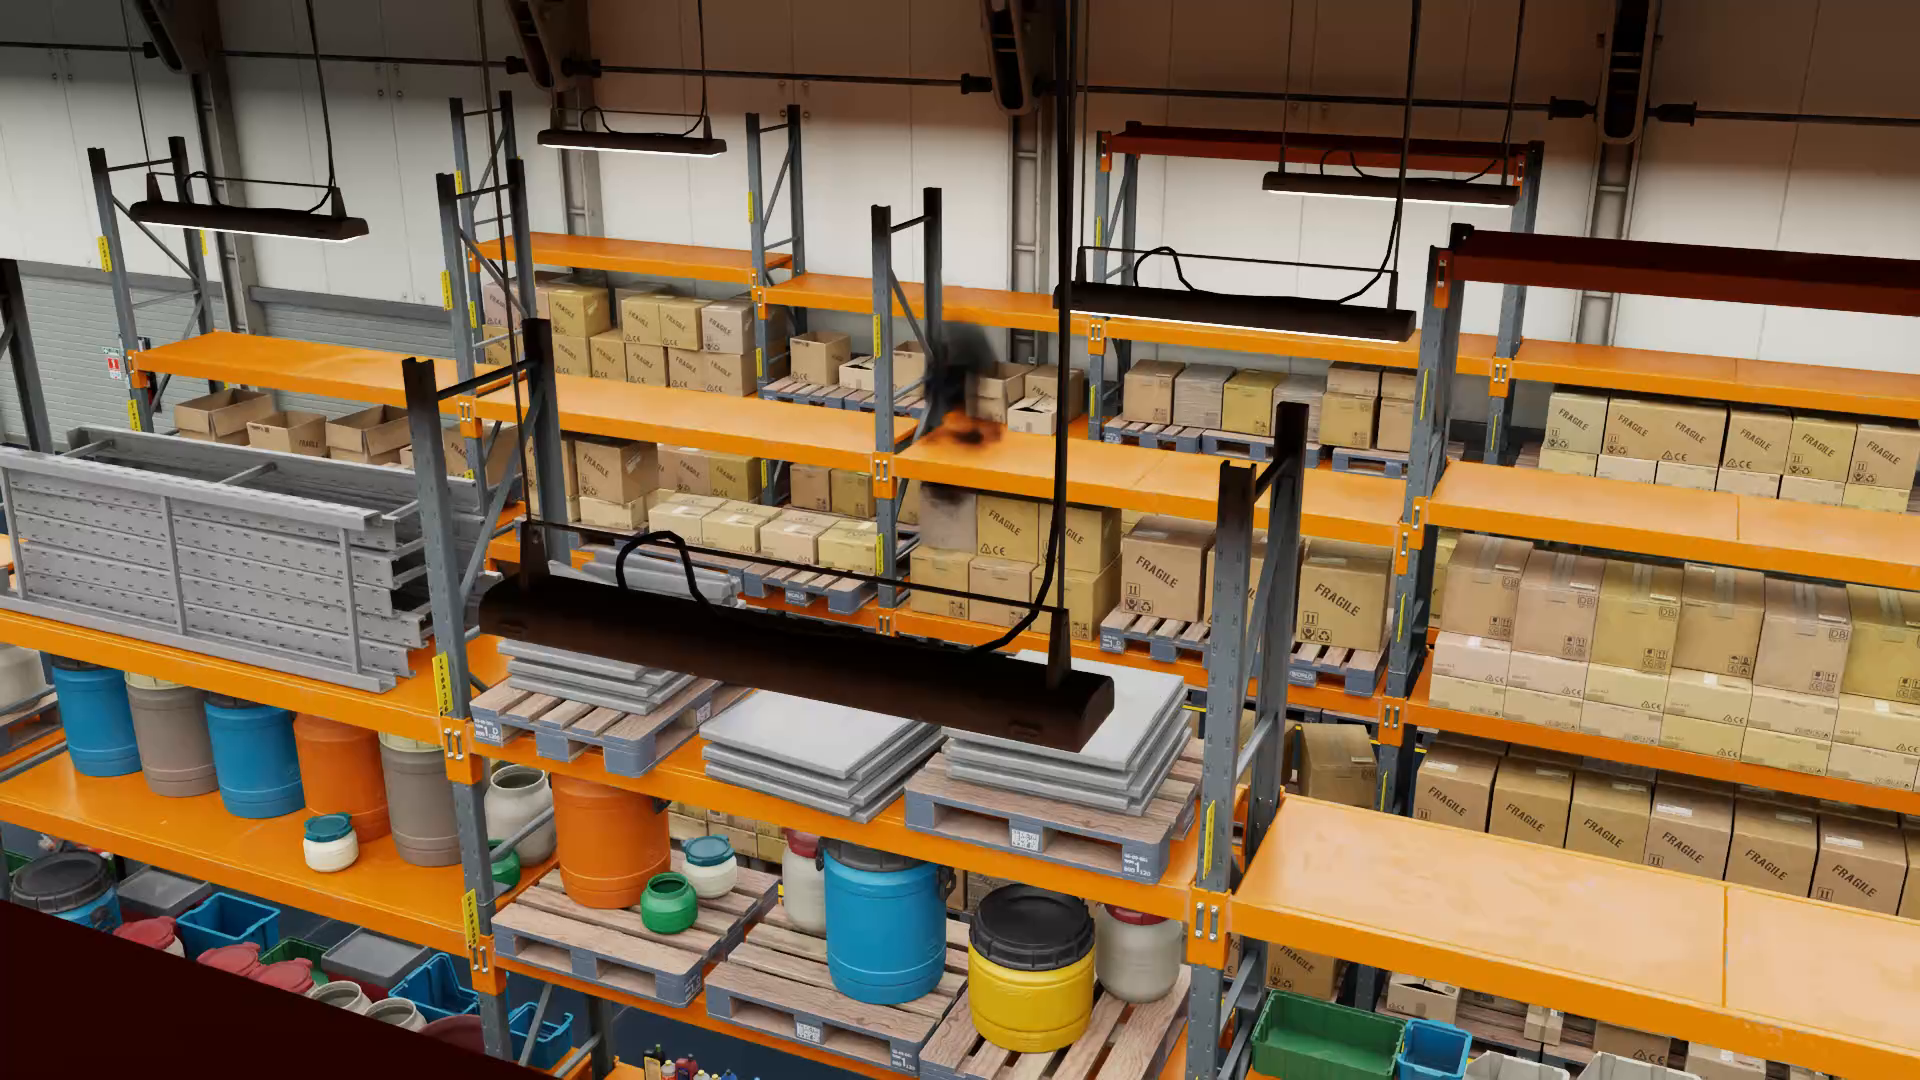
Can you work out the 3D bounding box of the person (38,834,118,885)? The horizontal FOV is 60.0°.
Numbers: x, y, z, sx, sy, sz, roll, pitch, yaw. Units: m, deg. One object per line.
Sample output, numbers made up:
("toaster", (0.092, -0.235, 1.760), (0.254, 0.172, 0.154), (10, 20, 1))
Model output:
("person", (-7.081, 2.558, 13.632), (0.833, 1.586, 0.693), (4, 21, 10))
